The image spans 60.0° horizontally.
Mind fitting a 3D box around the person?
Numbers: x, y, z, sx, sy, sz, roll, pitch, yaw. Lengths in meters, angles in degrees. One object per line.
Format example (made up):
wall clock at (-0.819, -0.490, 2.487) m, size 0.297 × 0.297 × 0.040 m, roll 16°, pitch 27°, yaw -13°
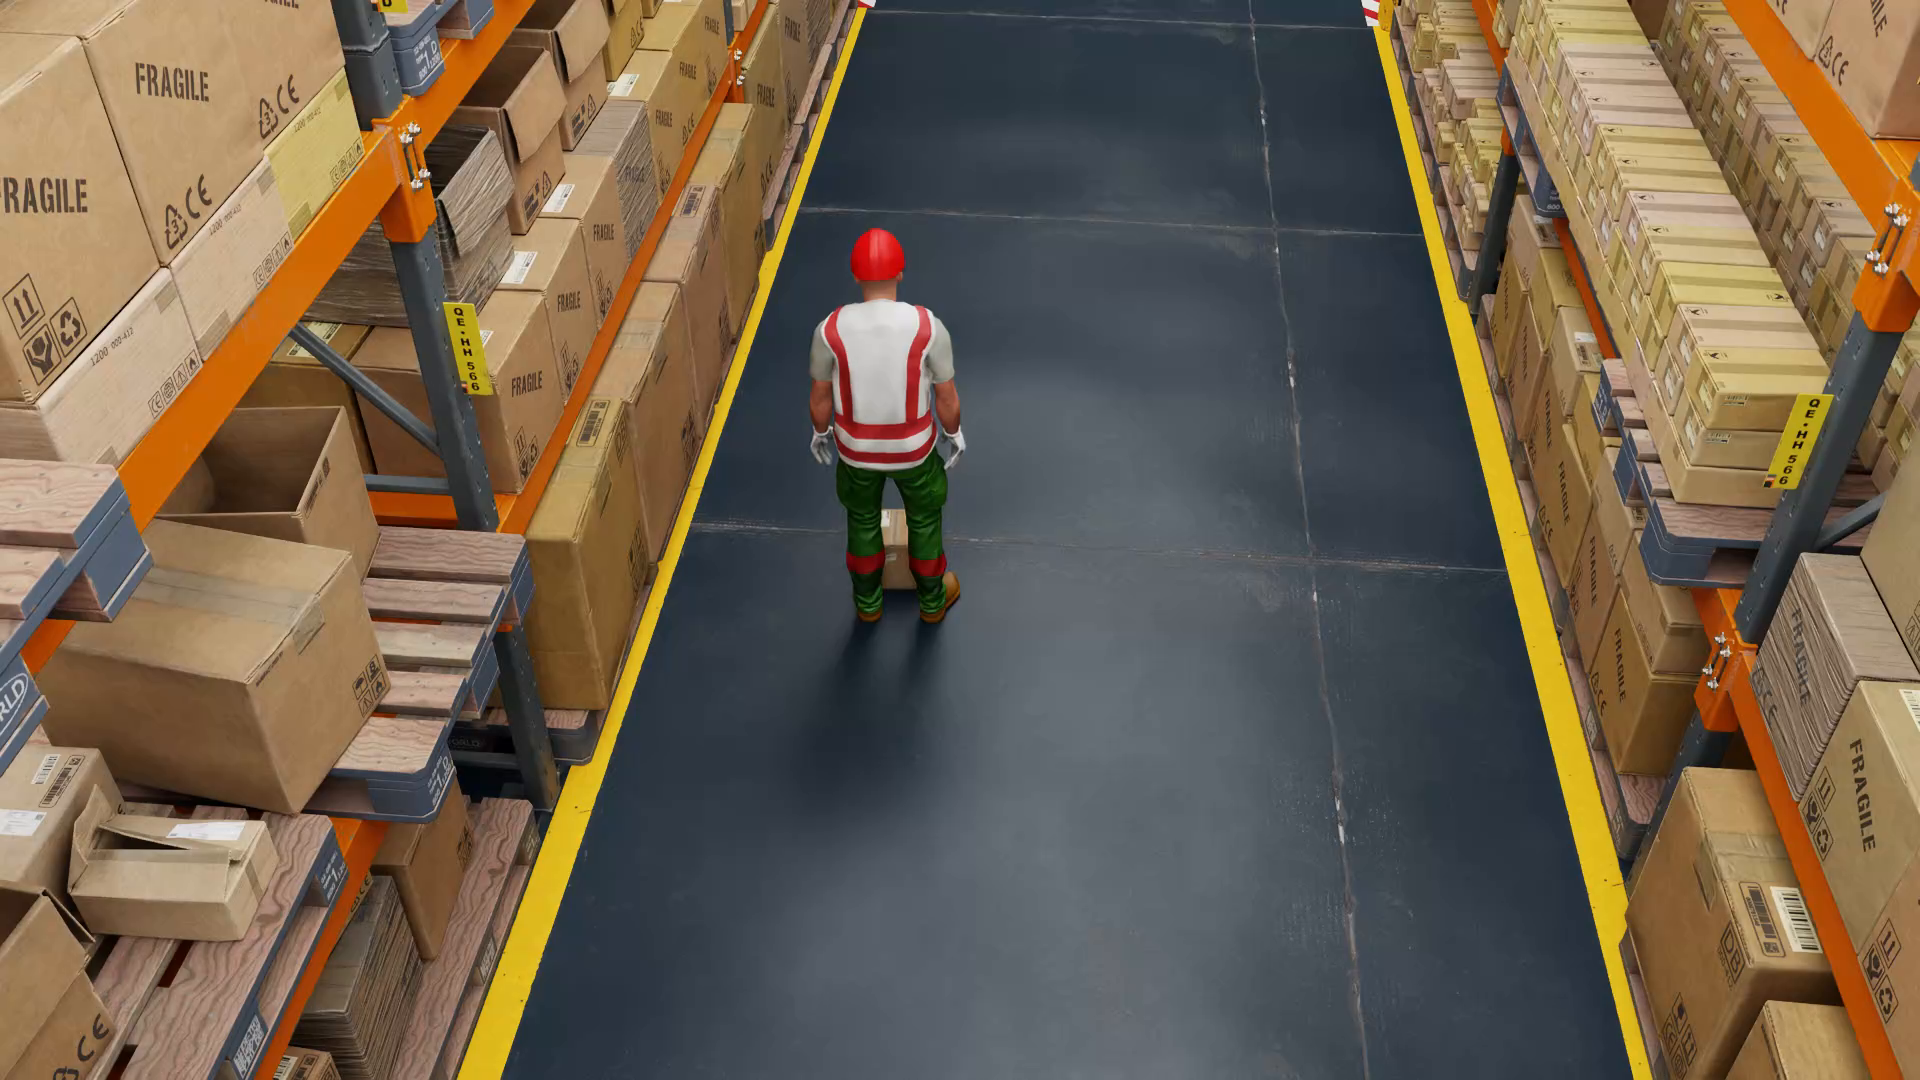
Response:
person at (-0.289, -0.406, 6.633) m, size 0.623 × 1.780 × 0.451 m, roll 2°, pitch 40°, yaw 2°
